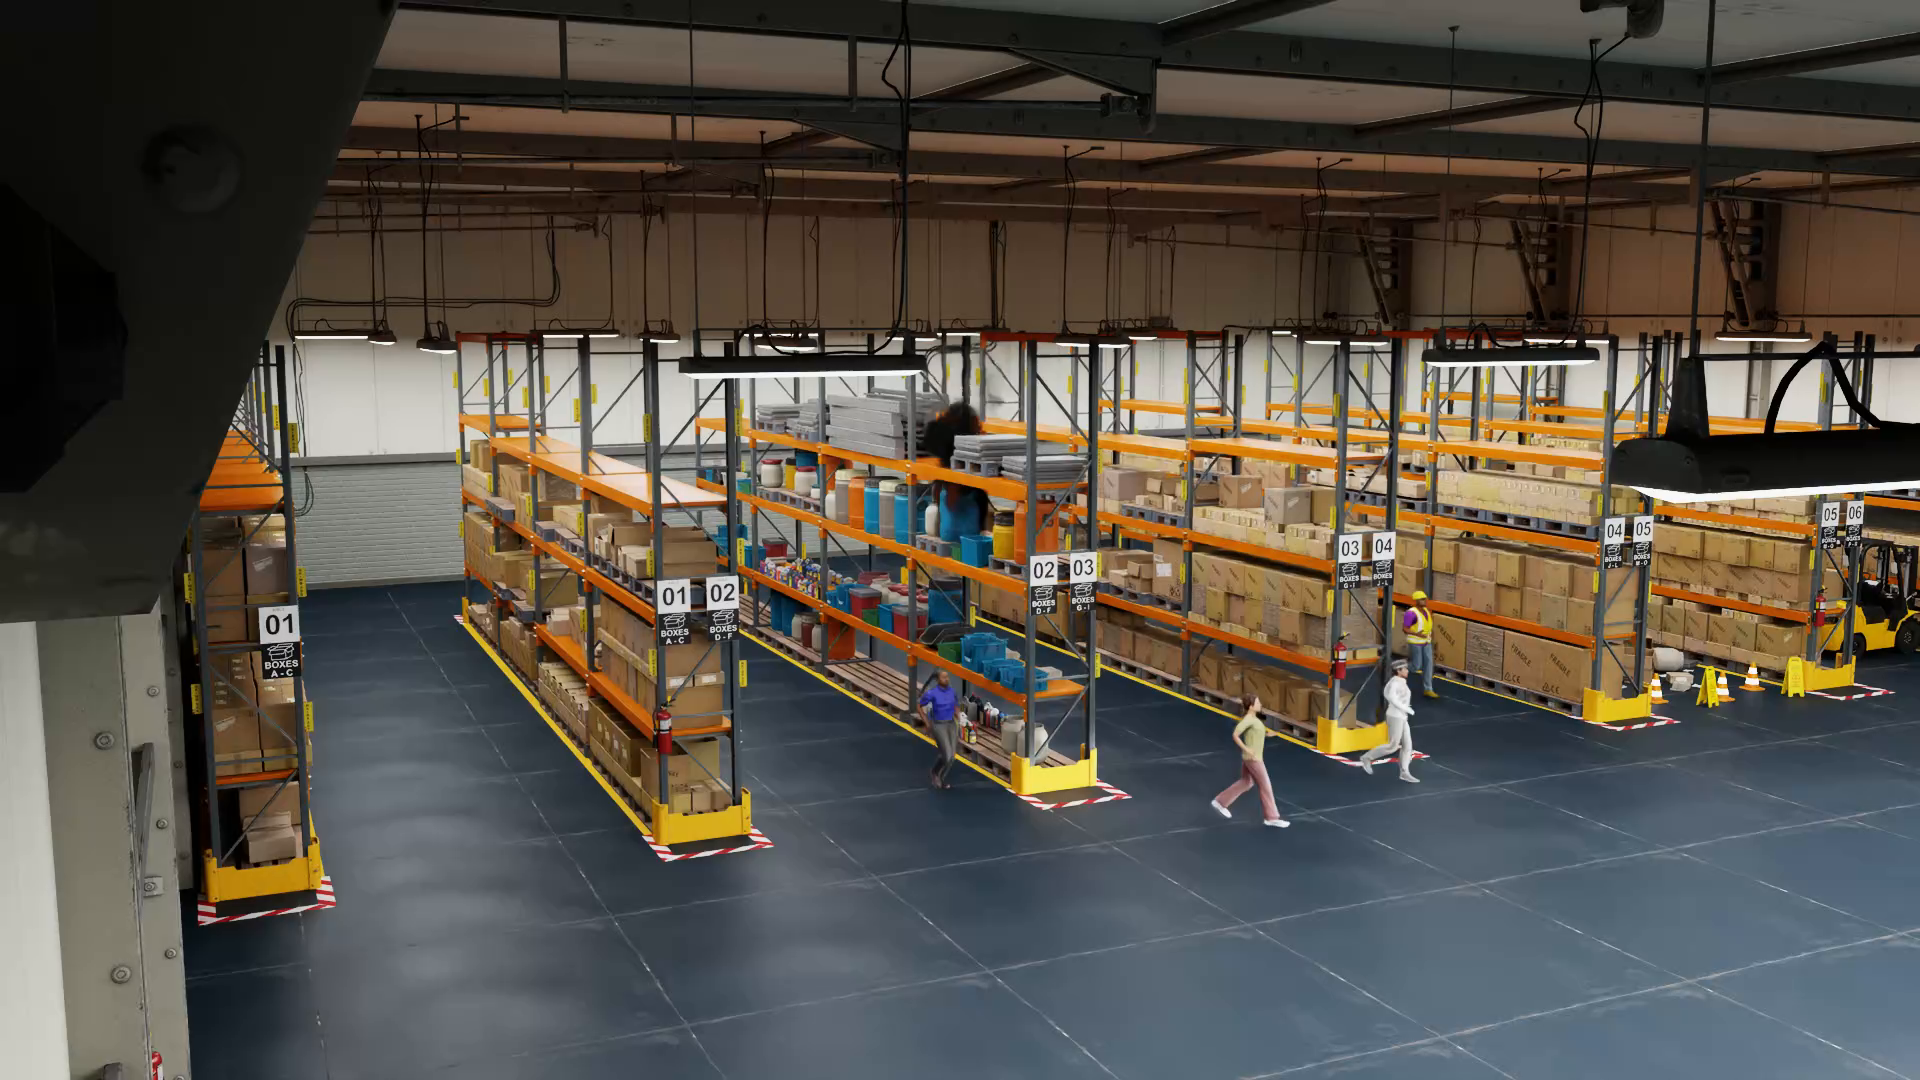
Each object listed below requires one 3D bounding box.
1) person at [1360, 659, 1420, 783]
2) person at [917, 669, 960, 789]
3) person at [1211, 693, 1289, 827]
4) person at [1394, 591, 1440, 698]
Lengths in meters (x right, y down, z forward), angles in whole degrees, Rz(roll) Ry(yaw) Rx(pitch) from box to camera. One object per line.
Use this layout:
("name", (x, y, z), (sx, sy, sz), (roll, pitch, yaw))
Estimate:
("person", (5.961, 2.449, 22.817), (0.768, 1.670, 0.651), (3, 8, 20))
("person", (-0.207, 2.537, 22.213), (0.553, 1.613, 0.578), (-5, 9, -35))
("person", (3.610, 2.713, 20.613), (0.969, 1.653, 0.575), (1, 8, 9))
("person", (7.663, 1.717, 27.788), (0.699, 1.752, 0.923), (-5, 9, -35))
